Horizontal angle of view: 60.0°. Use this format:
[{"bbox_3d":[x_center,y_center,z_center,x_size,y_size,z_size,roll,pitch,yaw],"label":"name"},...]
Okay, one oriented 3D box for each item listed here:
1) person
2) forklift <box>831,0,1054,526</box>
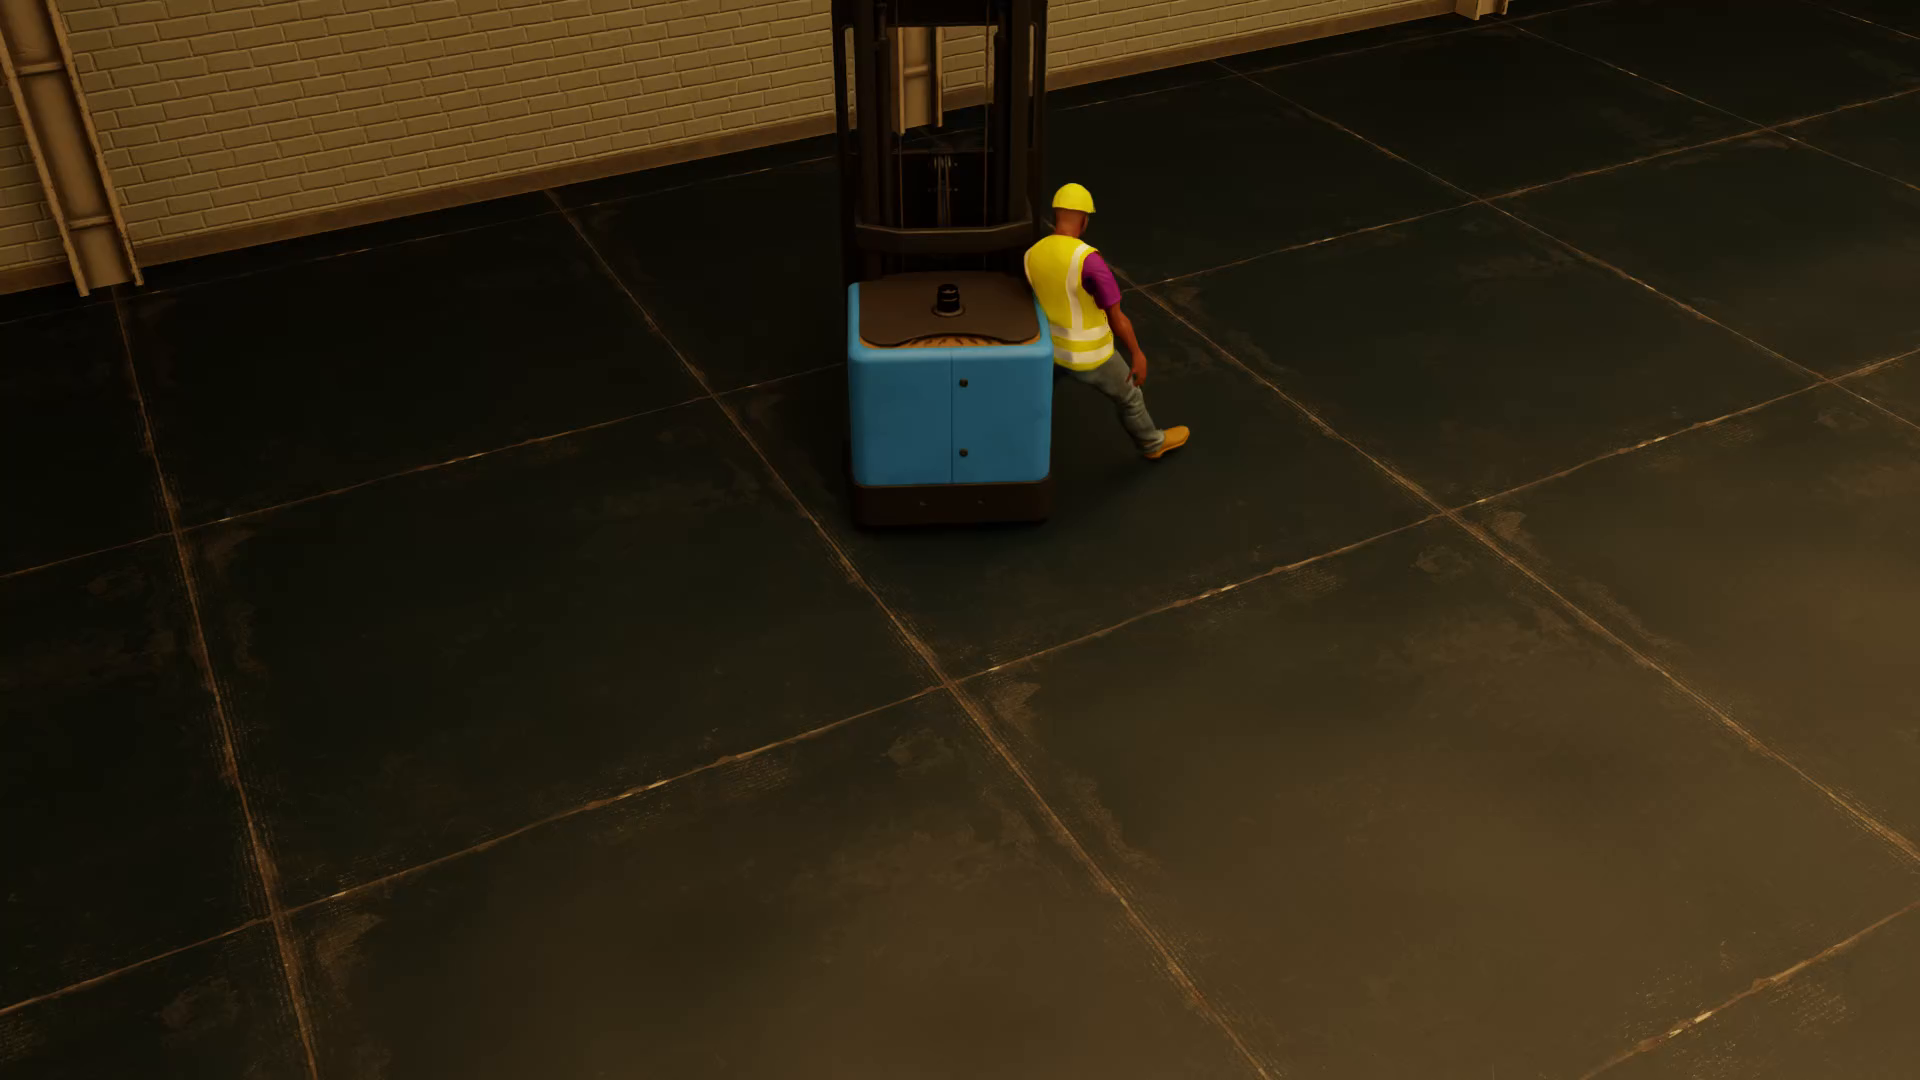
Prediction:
[{"bbox_3d":[0.723,-1.126,8.823,0.917,1.613,0.967,30,45,35],"label":"person"},{"bbox_3d":[-0.118,-2.098,9.091,1.130,2.935,3.031,-2,35,-2],"label":"forklift"}]
